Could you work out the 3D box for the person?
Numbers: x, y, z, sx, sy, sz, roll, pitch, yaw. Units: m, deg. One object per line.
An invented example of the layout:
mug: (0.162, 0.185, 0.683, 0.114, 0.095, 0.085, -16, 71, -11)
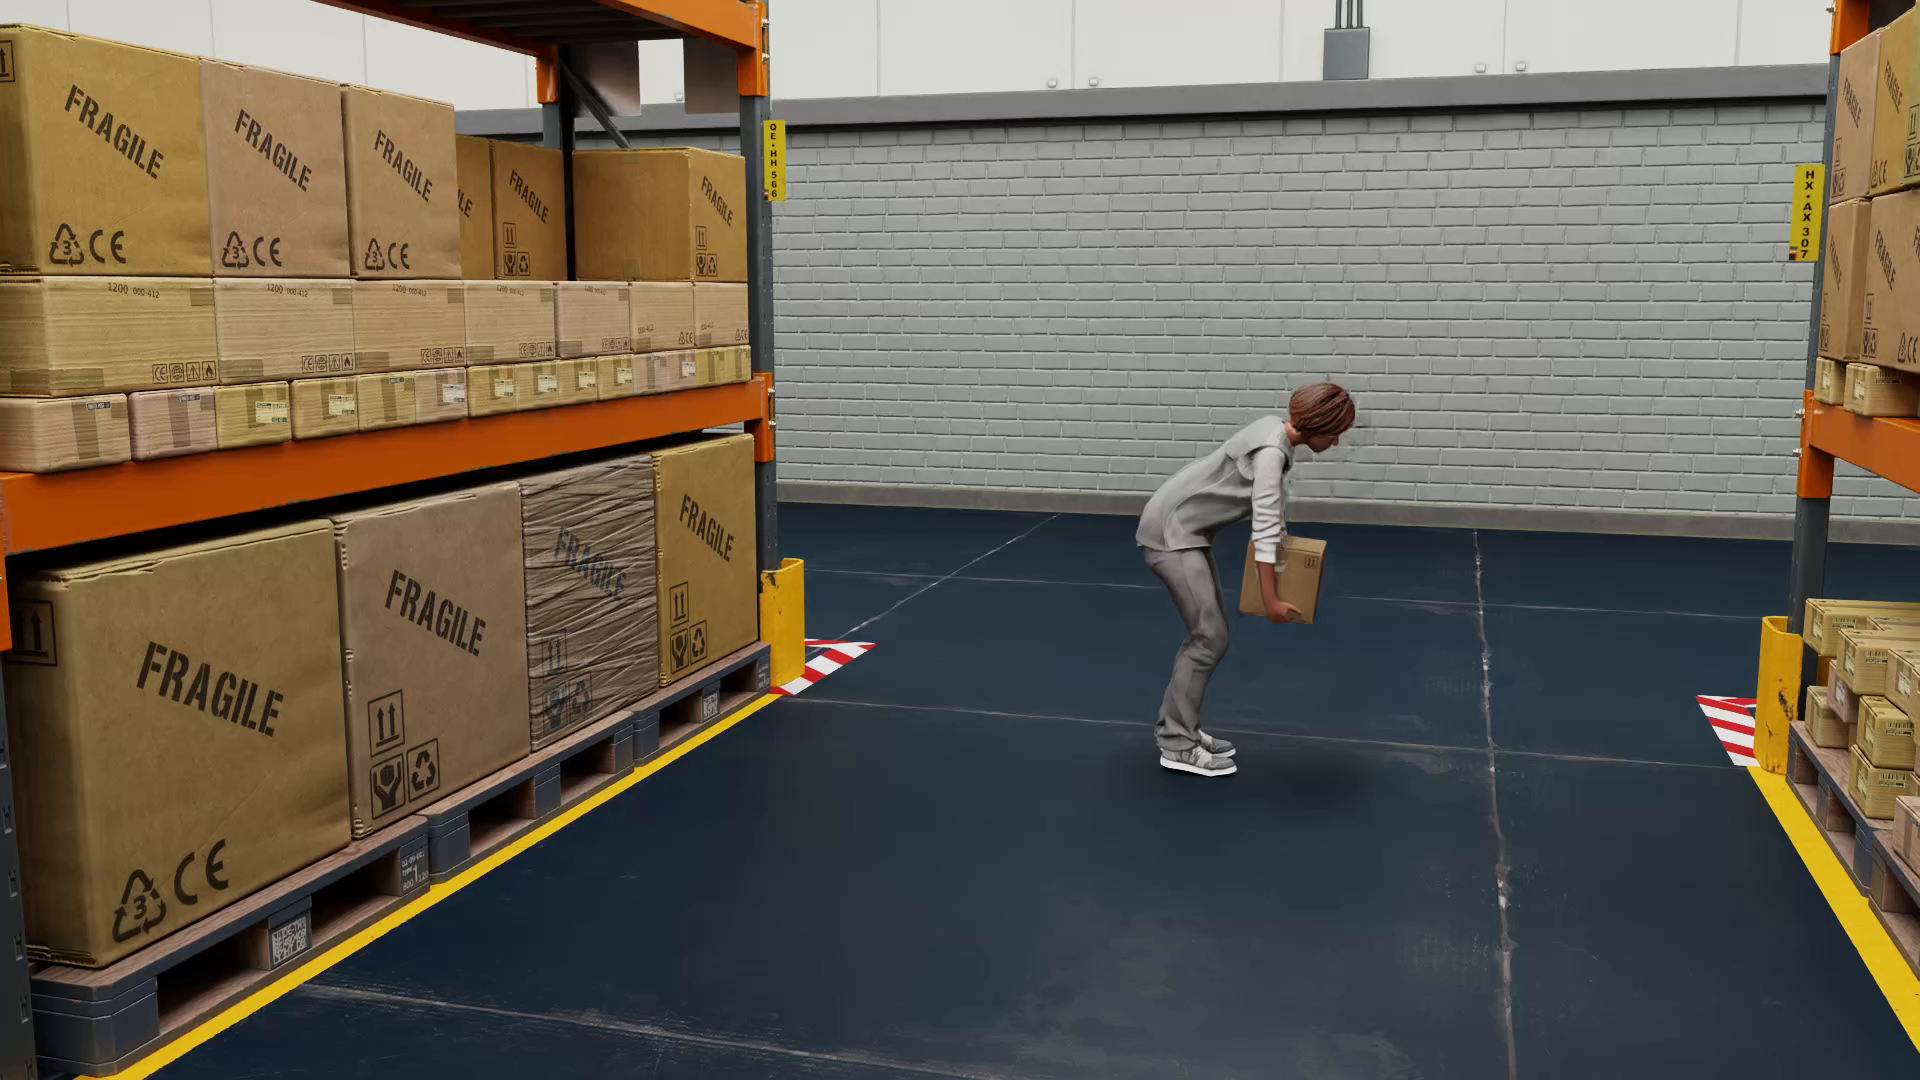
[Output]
person: (0.880, 0.205, 5.823, 0.511, 1.213, 0.373, 2, 9, 15)
